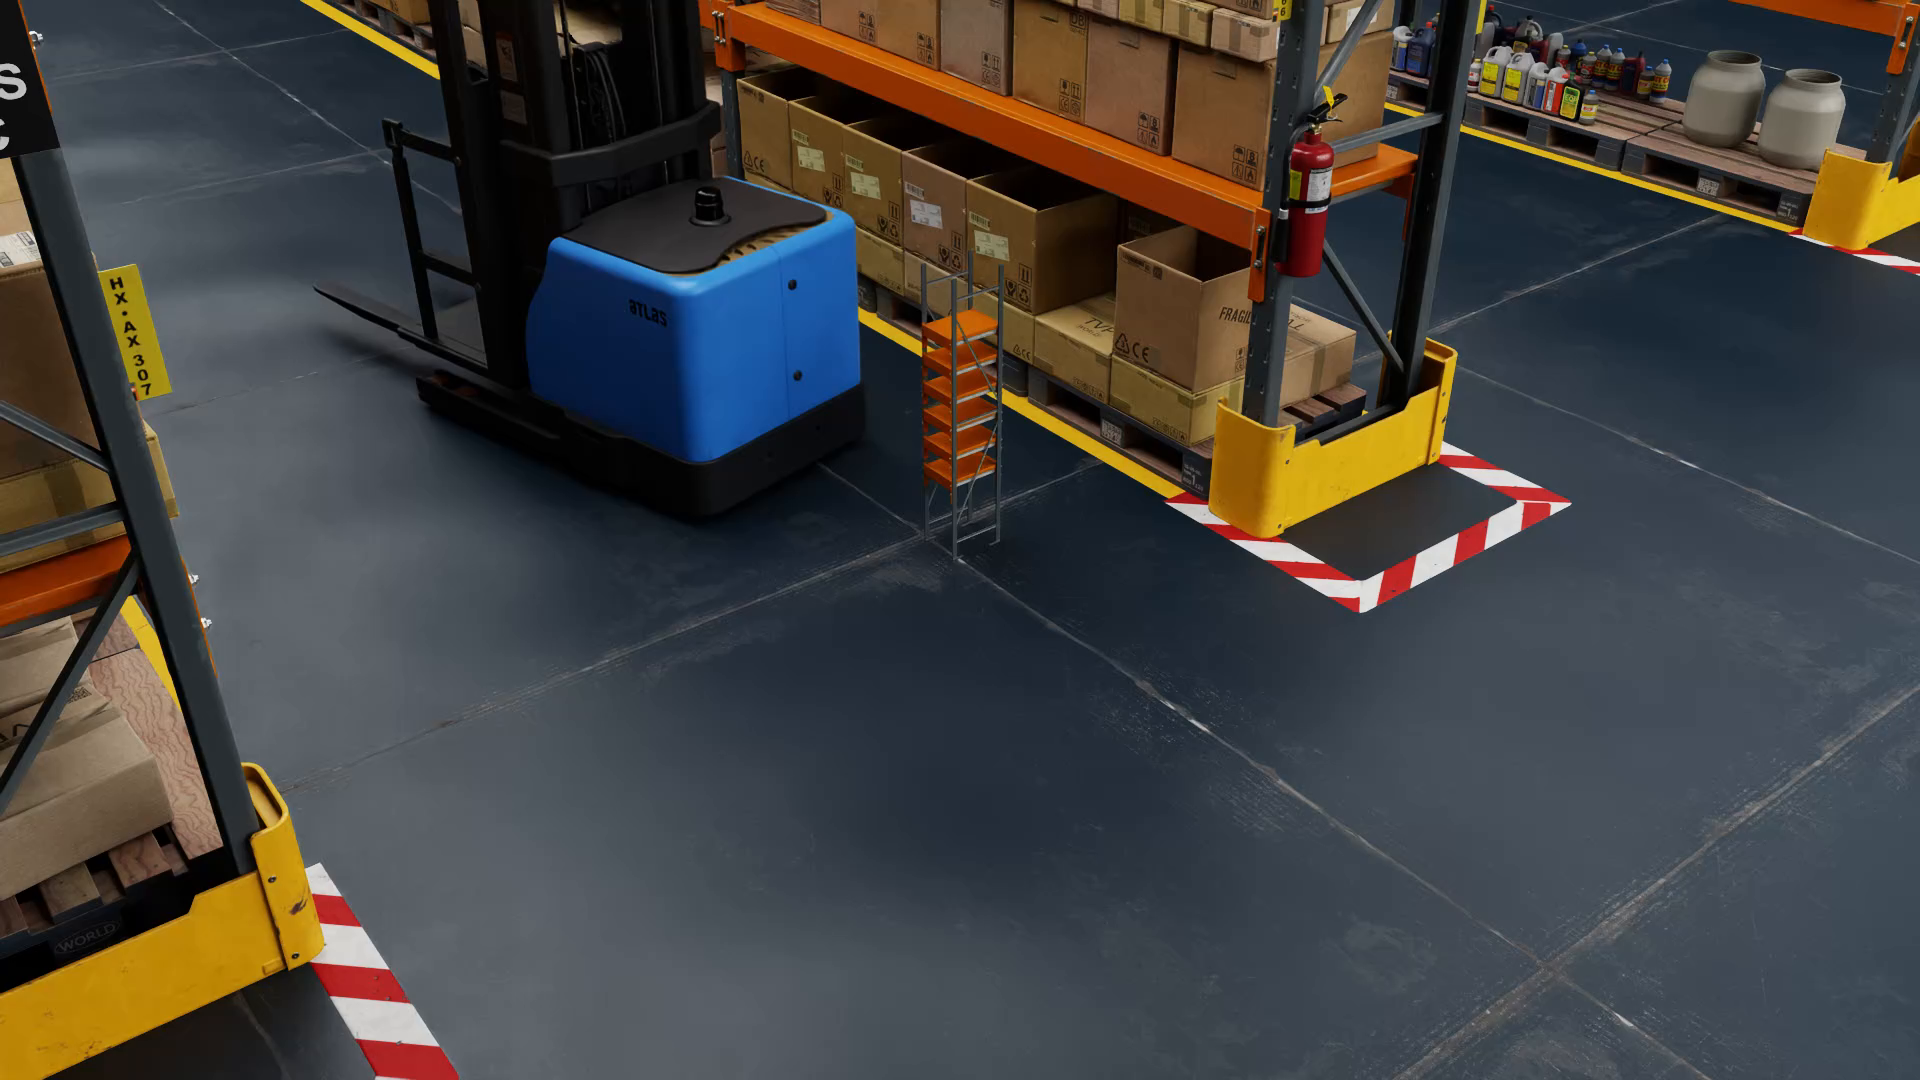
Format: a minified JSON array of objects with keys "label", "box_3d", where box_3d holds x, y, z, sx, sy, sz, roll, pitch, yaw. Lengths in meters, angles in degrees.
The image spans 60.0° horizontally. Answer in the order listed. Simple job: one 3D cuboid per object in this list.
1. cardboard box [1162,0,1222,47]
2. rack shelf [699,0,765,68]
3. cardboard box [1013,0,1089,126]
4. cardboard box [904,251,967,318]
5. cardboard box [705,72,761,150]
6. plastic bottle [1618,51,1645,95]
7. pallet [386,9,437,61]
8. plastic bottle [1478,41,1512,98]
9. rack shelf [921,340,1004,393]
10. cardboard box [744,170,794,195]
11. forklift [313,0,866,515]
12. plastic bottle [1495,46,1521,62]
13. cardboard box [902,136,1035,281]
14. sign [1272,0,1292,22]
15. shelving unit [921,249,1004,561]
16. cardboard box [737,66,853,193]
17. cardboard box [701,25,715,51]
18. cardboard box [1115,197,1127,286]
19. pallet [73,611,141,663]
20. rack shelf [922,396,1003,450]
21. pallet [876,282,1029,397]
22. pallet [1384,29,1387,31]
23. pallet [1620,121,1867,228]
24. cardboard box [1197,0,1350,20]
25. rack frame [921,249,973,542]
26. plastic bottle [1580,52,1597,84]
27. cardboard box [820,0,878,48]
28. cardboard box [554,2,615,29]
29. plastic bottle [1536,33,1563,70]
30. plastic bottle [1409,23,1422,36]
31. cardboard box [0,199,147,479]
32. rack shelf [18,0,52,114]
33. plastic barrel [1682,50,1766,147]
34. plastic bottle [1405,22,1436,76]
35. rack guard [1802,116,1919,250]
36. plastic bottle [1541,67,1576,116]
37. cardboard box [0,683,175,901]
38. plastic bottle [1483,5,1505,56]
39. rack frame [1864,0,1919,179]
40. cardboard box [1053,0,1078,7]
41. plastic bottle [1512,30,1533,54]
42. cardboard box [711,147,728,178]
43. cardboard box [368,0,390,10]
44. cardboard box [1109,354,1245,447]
[{"label":"cardboard box","box_3d":[1.018,-2.061,6.515,0.380,0.149,0.250,-21,38,-30]},{"label":"rack shelf","box_3d":[-2.115,-3.731,10.597,1.077,0.370,4.000,-22,38,-31]},{"label":"cardboard box","box_3d":[0.662,-2.204,7.360,0.700,0.500,0.500,-22,38,-31]},{"label":"cardboard box","box_3d":[0.073,-1.296,8.202,0.500,0.250,0.500,-22,38,-31]},{"label":"cardboard box","box_3d":[-1.363,-2.528,9.654,0.500,0.311,0.500,-22,38,-31]},{"label":"plastic bottle","box_3d":[4.489,-3.127,11.099,0.061,0.283,0.133,-22,38,-31]},{"label":"pallet","box_3d":[-3.769,-4.009,13.005,1.003,0.211,1.213,-22,38,-31]},{"label":"plastic bottle","box_3d":[3.570,-3.140,11.056,0.144,0.351,0.185,-23,38,-32]},{"label":"rack shelf","box_3d":[0.009,-0.670,6.321,0.258,0.103,0.180,-22,38,-31]},{"label":"cardboard box","box_3d":[-0.844,-1.922,9.210,0.500,0.250,0.500,-22,38,-31]},{"label":"forklift","box_3d":[-1.883,-1.977,7.155,3.031,2.935,1.130,23,39,32]},{"label":"plastic bottle","box_3d":[3.672,-3.166,11.170,0.152,0.276,0.135,-22,38,-31]},{"label":"cardboard box","box_3d":[0.070,-1.613,8.002,0.500,0.500,0.500,-22,38,-31]},{"label":"sign","box_3d":[1.127,-1.959,5.739,0.100,0.325,0.005,-22,38,-31]},{"label":"shelving unit","box_3d":[0.009,-0.504,6.424,0.258,1.200,0.189,-22,38,-31]},{"label":"cardboard box","box_3d":[-0.851,-2.238,9.007,0.500,0.500,0.500,-22,38,-31]},{"label":"cardboard box","box_3d":[-1.566,-3.131,10.624,0.500,0.311,0.500,-24,39,-33]},{"label":"cardboard box","box_3d":[0.786,-1.573,7.937,0.500,0.500,0.500,-22,38,-31]},{"label":"pallet","box_3d":[-3.607,0.363,5.966,1.003,0.211,1.213,-22,38,-31]},{"label":"rack shelf","box_3d":[0.009,-0.466,6.447,0.258,0.103,0.180,-22,38,-31]},{"label":"pallet","box_3d":[0.318,-1.165,8.426,1.003,0.211,1.213,-22,38,-31]},{"label":"pallet","box_3d":[2.514,-3.935,12.885,1.003,0.211,1.213,-22,38,-31]},{"label":"pallet","box_3d":[4.902,-2.310,10.269,1.003,0.211,1.213,-22,38,-31]},{"label":"cardboard box","box_3d":[1.256,-2.351,6.368,0.700,0.500,0.500,-22,38,-31]},{"label":"rack frame","box_3d":[-0.047,-0.542,6.485,0.240,1.200,0.006,-22,38,-31]},{"label":"plastic bottle","box_3d":[4.281,-3.218,11.323,0.097,0.201,0.097,0,32,0]},{"label":"cardboard box","box_3d":[-0.283,-2.845,8.393,0.700,0.500,0.500,-23,38,-32]},{"label":"cardboard box","box_3d":[-2.612,-3.376,11.020,0.500,0.311,0.500,-23,39,-33]},{"label":"plastic bottle","box_3d":[4.061,-3.376,11.507,0.152,0.276,0.135,-22,38,-31]},{"label":"plastic bottle","box_3d":[3.179,-3.472,11.654,0.061,0.283,0.133,-22,38,-31]},{"label":"cardboard box","box_3d":[-2.402,-0.492,4.111,0.500,0.500,0.500,-22,38,-31]},{"label":"rack shelf","box_3d":[-3.573,-1.734,4.538,1.077,0.370,4.000,-22,38,-31]},{"label":"plastic barrel","box_3d":[4.708,-2.717,10.242,0.421,0.512,0.421,0,32,0]},{"label":"plastic bottle","box_3d":[3.194,-3.395,11.468,0.144,0.351,0.185,-21,38,-30]},{"label":"rack guard","box_3d":[5.396,-2.092,9.645,1.175,0.500,0.348,-22,38,-31]},{"label":"plastic bottle","box_3d":[3.874,-2.905,10.748,0.152,0.276,0.135,-22,38,-31]},{"label":"cardboard box","box_3d":[-2.700,0.706,4.902,0.500,0.311,0.500,-27,41,-36]},{"label":"plastic bottle","box_3d":[3.767,-3.611,11.815,0.144,0.351,0.185,-24,39,-34]},{"label":"rack frame","box_3d":[5.479,-3.137,8.959,1.000,3.000,0.127,-22,38,-31]},{"label":"cardboard box","box_3d":[0.547,-2.382,7.033,0.380,0.149,0.250,-21,38,-30]},{"label":"plastic bottle","box_3d":[3.900,-3.404,11.545,0.061,0.283,0.133,-22,38,-31]},{"label":"cardboard box","box_3d":[-1.372,-2.293,9.807,0.500,0.250,0.500,-23,38,-32]},{"label":"cardboard box","box_3d":[-4.417,-4.525,13.145,0.500,0.500,0.500,-24,39,-33]},{"label":"cardboard box","box_3d":[1.002,-0.675,7.201,0.500,0.250,0.500,-22,38,-31]}]
